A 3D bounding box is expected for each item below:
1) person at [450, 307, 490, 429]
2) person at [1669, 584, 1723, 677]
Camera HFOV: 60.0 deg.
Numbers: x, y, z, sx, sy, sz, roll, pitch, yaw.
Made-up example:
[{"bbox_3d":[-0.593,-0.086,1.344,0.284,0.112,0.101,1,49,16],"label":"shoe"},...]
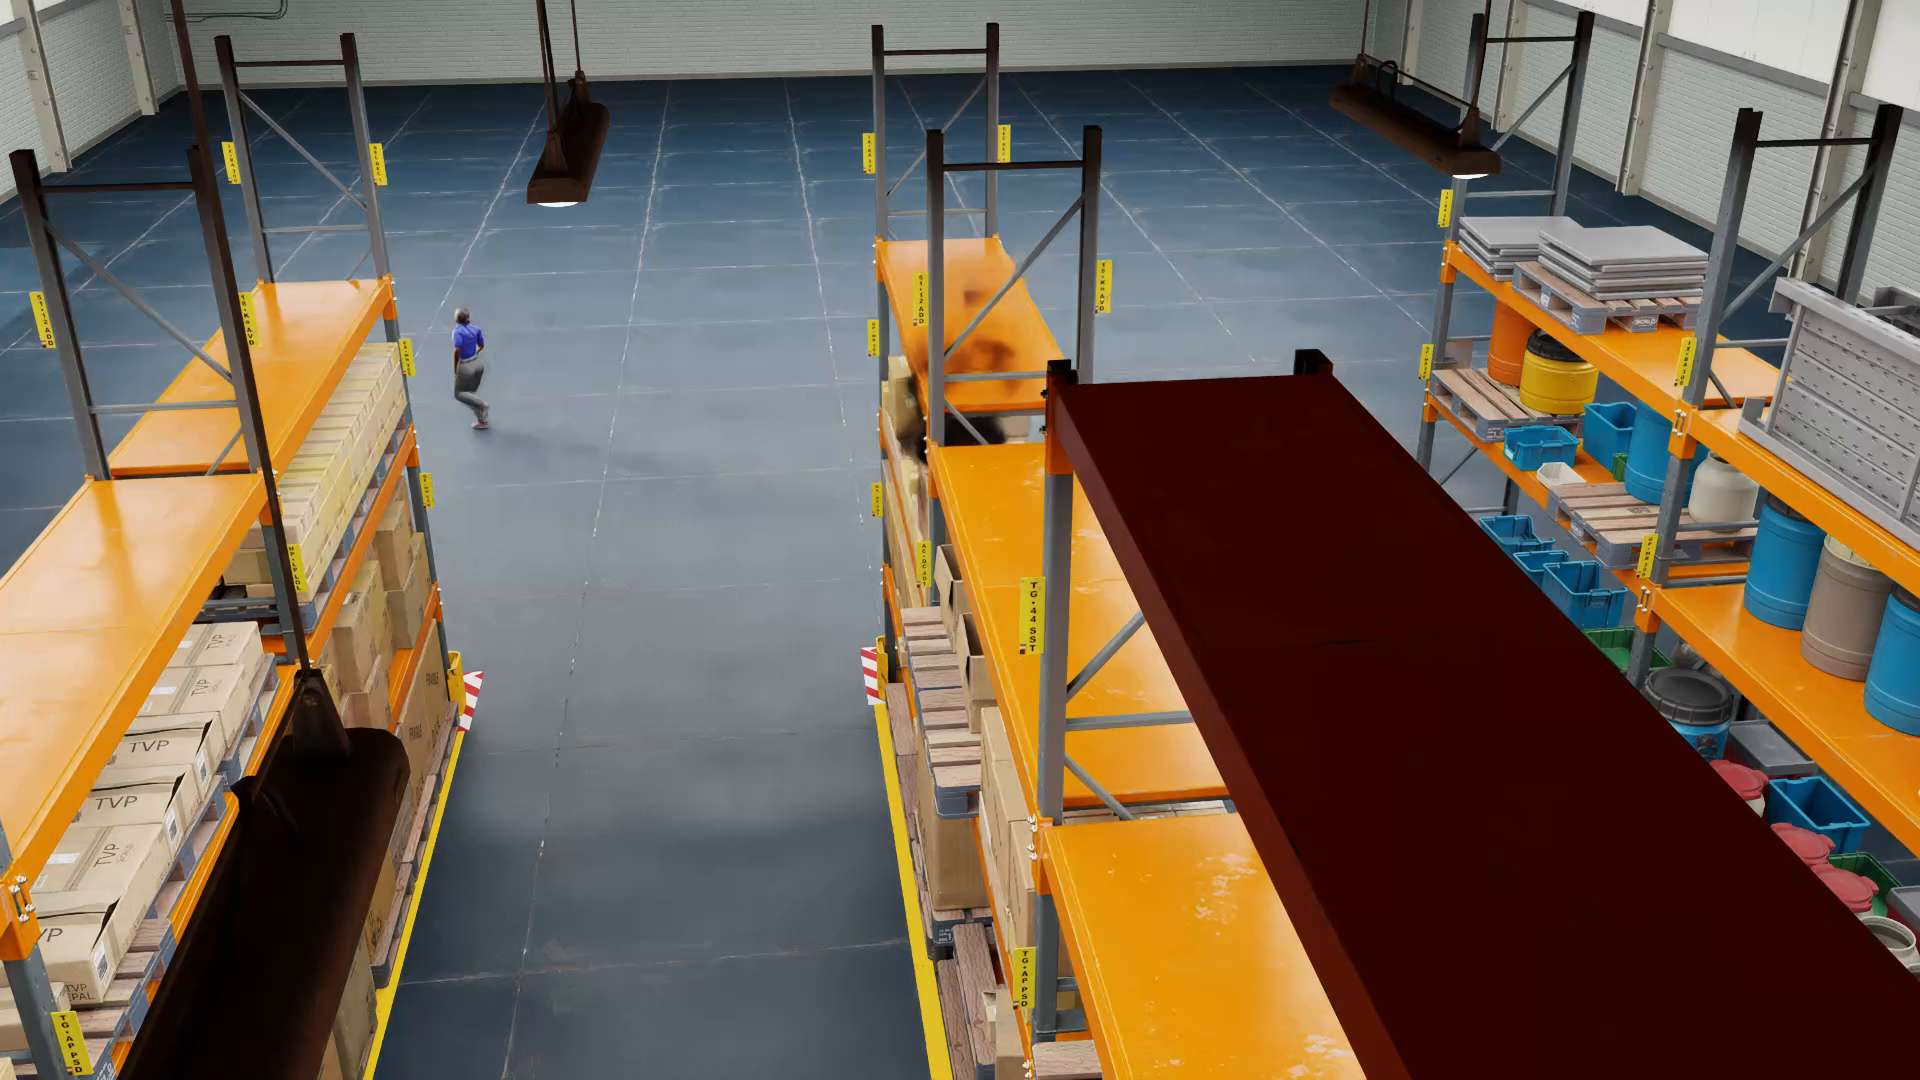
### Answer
[{"bbox_3d":[-6.286,-2.171,21.237,0.609,1.596,0.589,14,29,28],"label":"person"},{"bbox_3d":[6.498,0.961,14.557,0.556,1.744,0.805,-3,26,-6],"label":"person"}]
